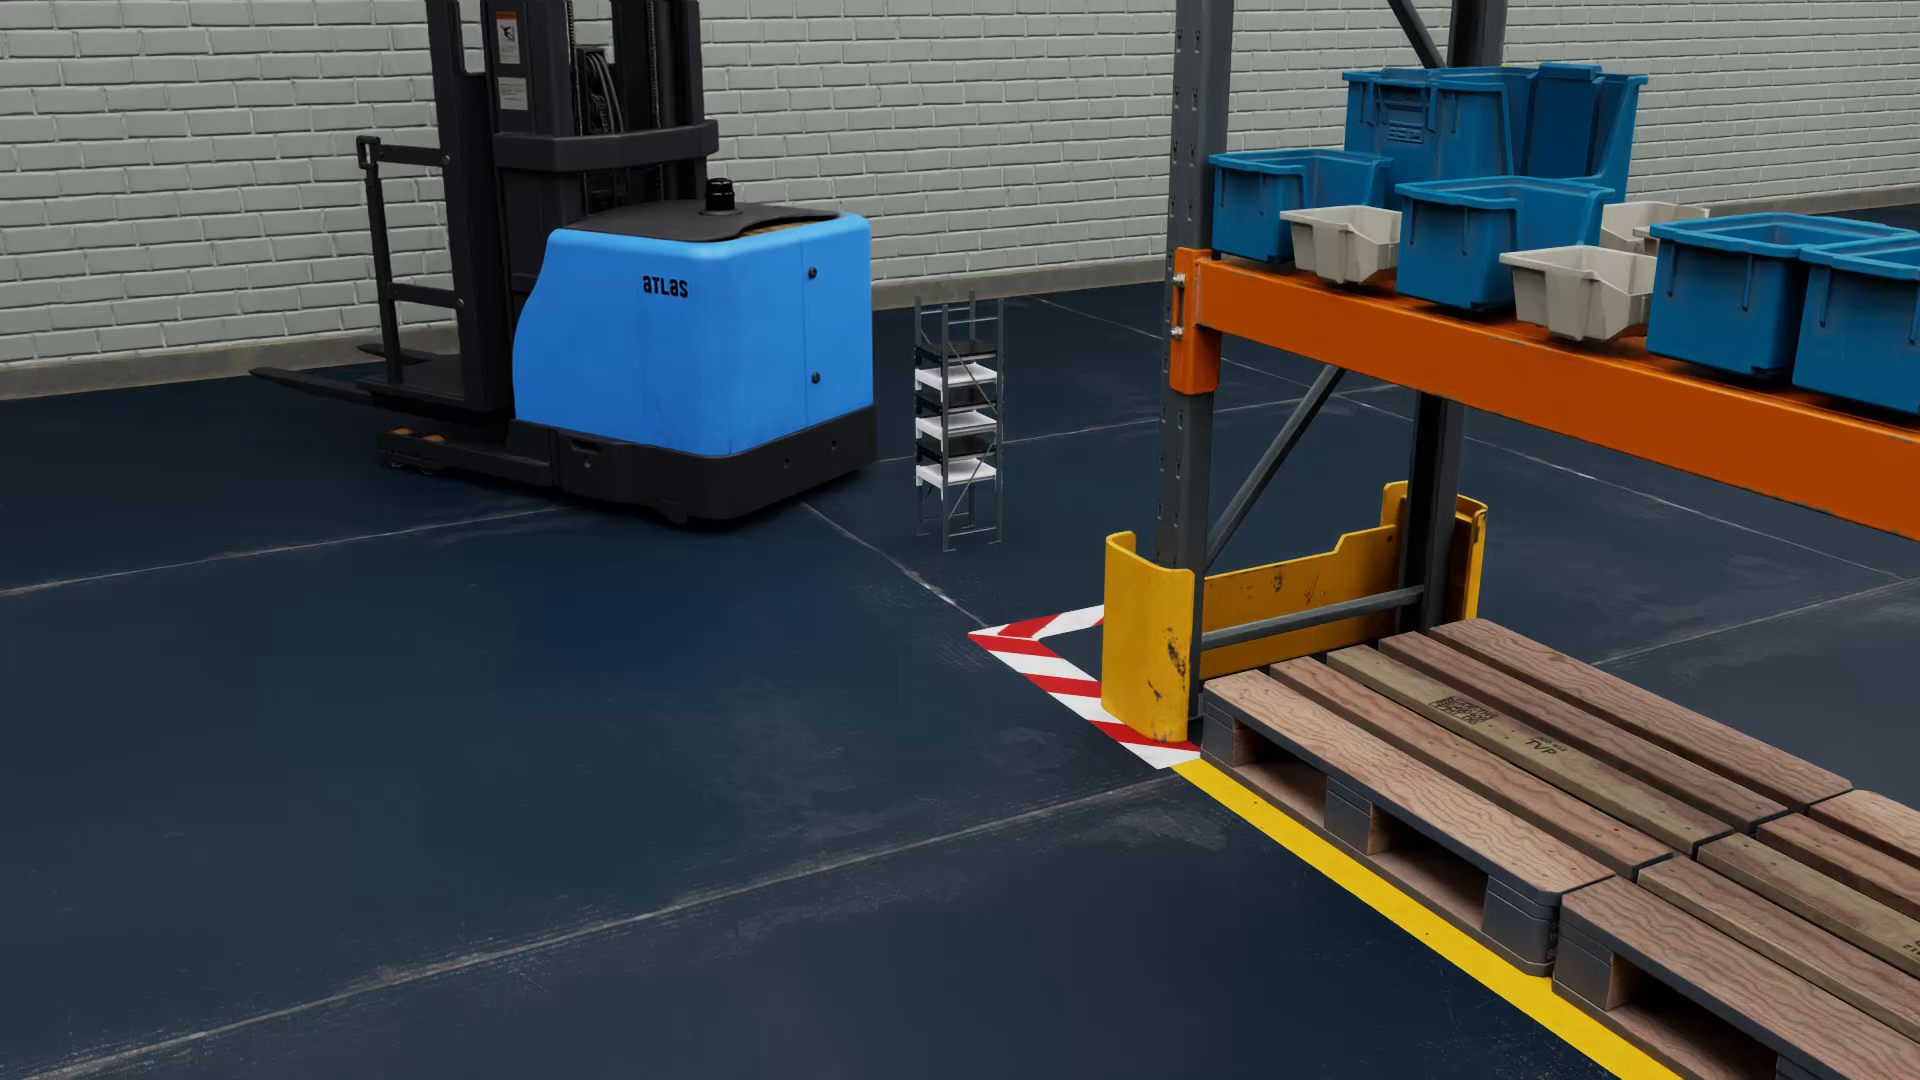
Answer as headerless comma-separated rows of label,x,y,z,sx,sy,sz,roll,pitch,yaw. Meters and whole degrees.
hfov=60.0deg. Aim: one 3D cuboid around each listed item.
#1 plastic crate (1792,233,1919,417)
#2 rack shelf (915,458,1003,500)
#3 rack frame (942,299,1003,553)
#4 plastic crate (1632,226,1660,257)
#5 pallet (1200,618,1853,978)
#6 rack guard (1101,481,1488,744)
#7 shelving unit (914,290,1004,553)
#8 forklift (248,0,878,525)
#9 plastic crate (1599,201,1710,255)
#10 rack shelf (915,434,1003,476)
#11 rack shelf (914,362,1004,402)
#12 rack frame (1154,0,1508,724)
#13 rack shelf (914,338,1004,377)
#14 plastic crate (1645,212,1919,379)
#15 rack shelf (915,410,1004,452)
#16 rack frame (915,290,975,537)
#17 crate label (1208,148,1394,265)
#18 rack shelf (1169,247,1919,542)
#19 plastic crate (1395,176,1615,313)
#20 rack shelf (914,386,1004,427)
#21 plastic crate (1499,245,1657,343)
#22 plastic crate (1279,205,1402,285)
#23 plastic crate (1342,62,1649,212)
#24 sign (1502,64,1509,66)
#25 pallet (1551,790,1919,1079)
plastic crate,1.594,-0.354,2.723,0.416,0.233,0.300,-10,21,-27
rack shelf,-0.004,-0.226,6.061,0.258,0.077,0.200,-10,21,-27
rack frame,0.044,-0.399,5.907,0.240,0.900,0.006,-10,21,-27
plastic crate,1.671,-0.603,3.592,0.396,0.136,0.243,-10,21,-27
pallet,1.357,0.570,4.155,1.003,0.211,1.213,-10,21,-27
rack guard,0.976,0.186,4.826,1.175,0.500,0.348,-10,21,-27
shelving unit,-0.004,-0.428,5.991,0.258,0.900,0.210,-10,21,-27
forklift,-1.857,-1.787,6.818,3.031,2.935,1.130,12,22,31
plastic crate,1.546,-0.688,3.840,0.396,0.136,0.243,-10,21,-27
rack shelf,-0.004,-0.311,6.032,0.258,0.077,0.200,-10,21,-27
rack shelf,-0.004,-0.566,5.944,0.258,0.077,0.200,-10,21,-27
rack frame,0.999,-0.991,4.404,1.000,3.000,0.127,-10,21,-27
rack shelf,-0.004,-0.651,5.914,0.258,0.077,0.200,-10,21,-27
plastic crate,1.452,-0.440,2.973,0.416,0.233,0.300,-10,21,-27
rack shelf,-0.004,-0.396,6.002,0.258,0.077,0.200,-10,21,-27
rack frame,-0.052,-0.457,6.076,0.240,0.900,0.006,-10,21,-27
crate label,0.827,-0.818,4.068,0.416,0.233,0.303,-10,21,-27
rack shelf,1.949,-0.077,2.857,1.077,0.370,4.000,-10,21,-27
plastic crate,1.139,-0.629,3.521,0.416,0.233,0.300,-10,21,-27
rack shelf,-0.004,-0.481,5.973,0.258,0.077,0.200,-10,21,-27
plastic crate,1.228,-0.473,3.216,0.250,0.136,0.298,-10,21,-27
plastic crate,0.906,-0.668,3.780,0.250,0.136,0.298,-10,21,-27
plastic crate,1.323,-0.969,4.194,0.616,0.435,0.499,-10,21,-27
sign,1.476,-1.158,4.638,0.100,0.325,0.005,-10,21,-27
pallet,1.932,0.920,3.142,1.003,0.211,1.213,-10,21,-27
